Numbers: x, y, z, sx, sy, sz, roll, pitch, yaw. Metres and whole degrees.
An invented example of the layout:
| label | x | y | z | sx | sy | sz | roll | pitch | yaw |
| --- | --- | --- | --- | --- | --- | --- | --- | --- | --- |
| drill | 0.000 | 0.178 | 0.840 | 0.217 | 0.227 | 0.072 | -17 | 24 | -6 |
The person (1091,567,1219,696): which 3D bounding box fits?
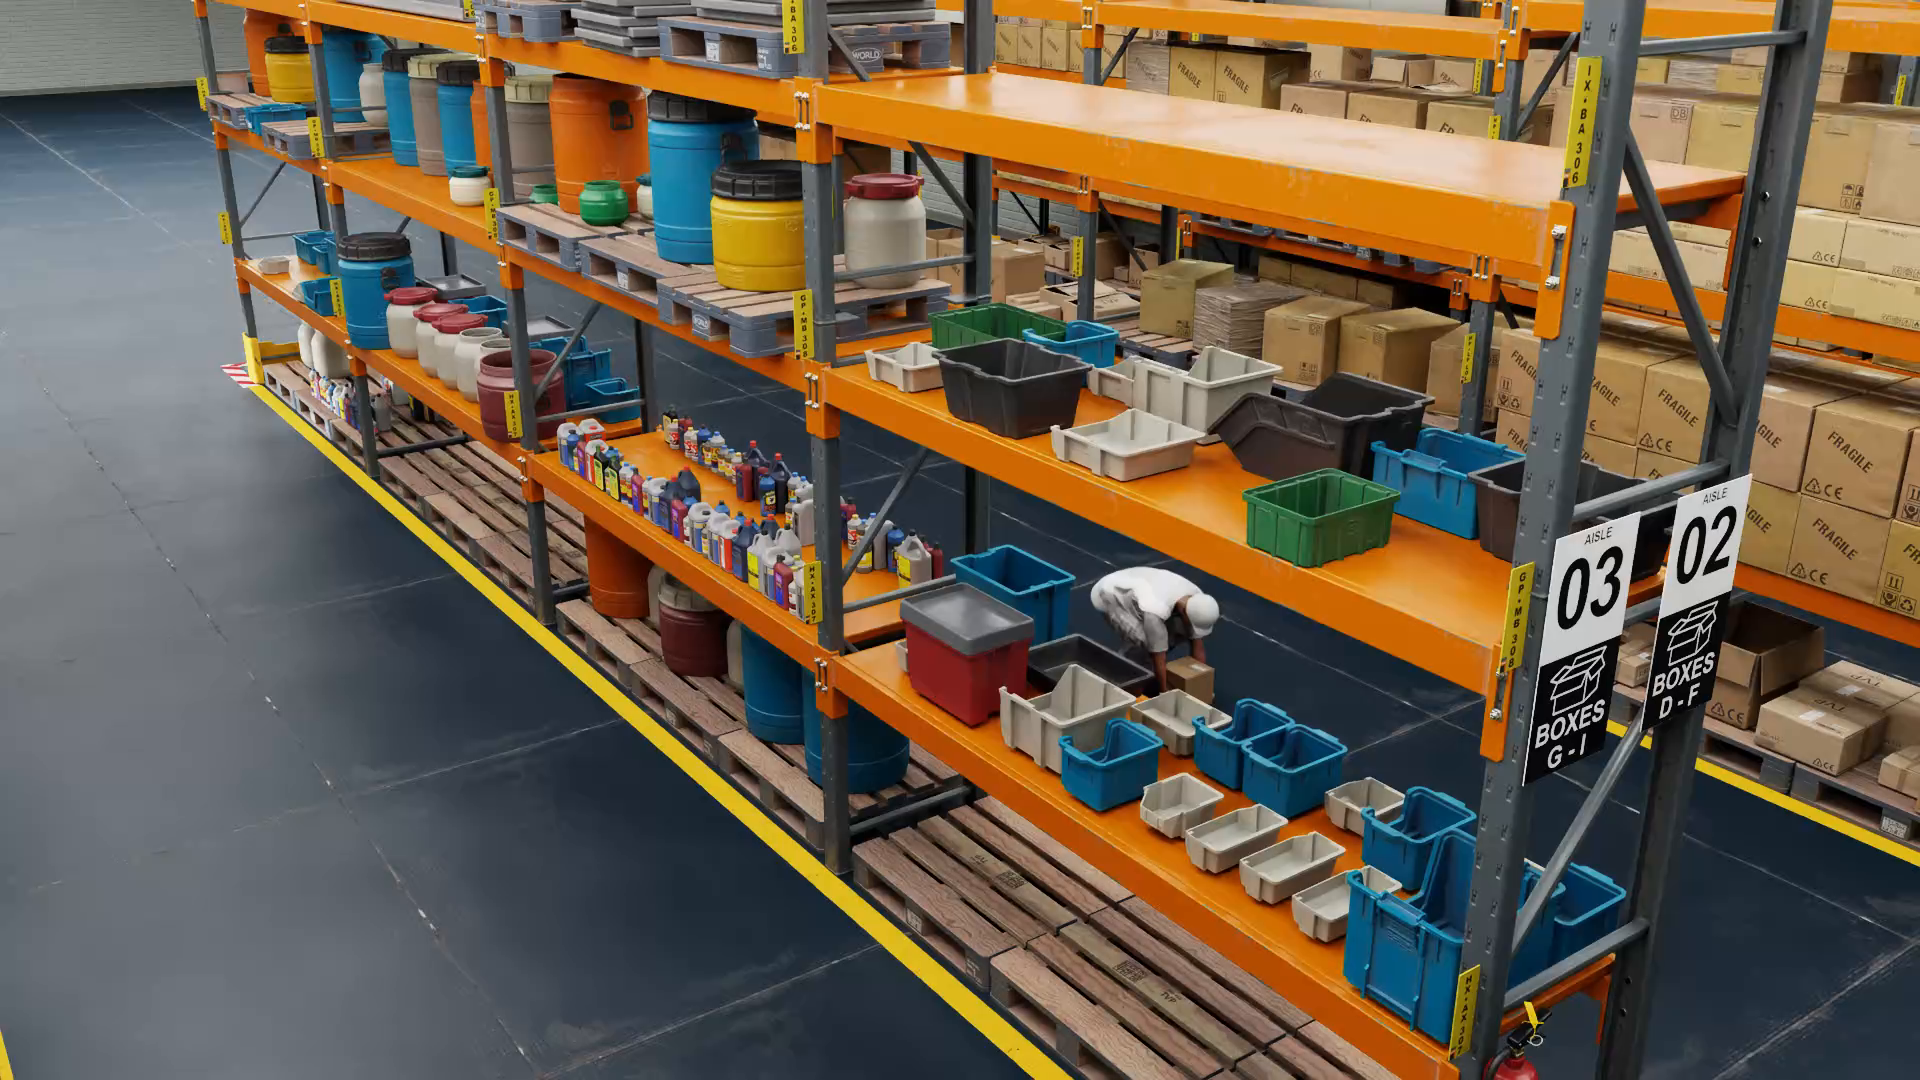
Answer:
| label | x | y | z | sx | sy | sz | roll | pitch | yaw |
| --- | --- | --- | --- | --- | --- | --- | --- | --- | --- |
| person | 1.303 | 0.600 | 10.925 | 0.543 | 0.802 | 0.979 | -15 | 26 | -34 |
